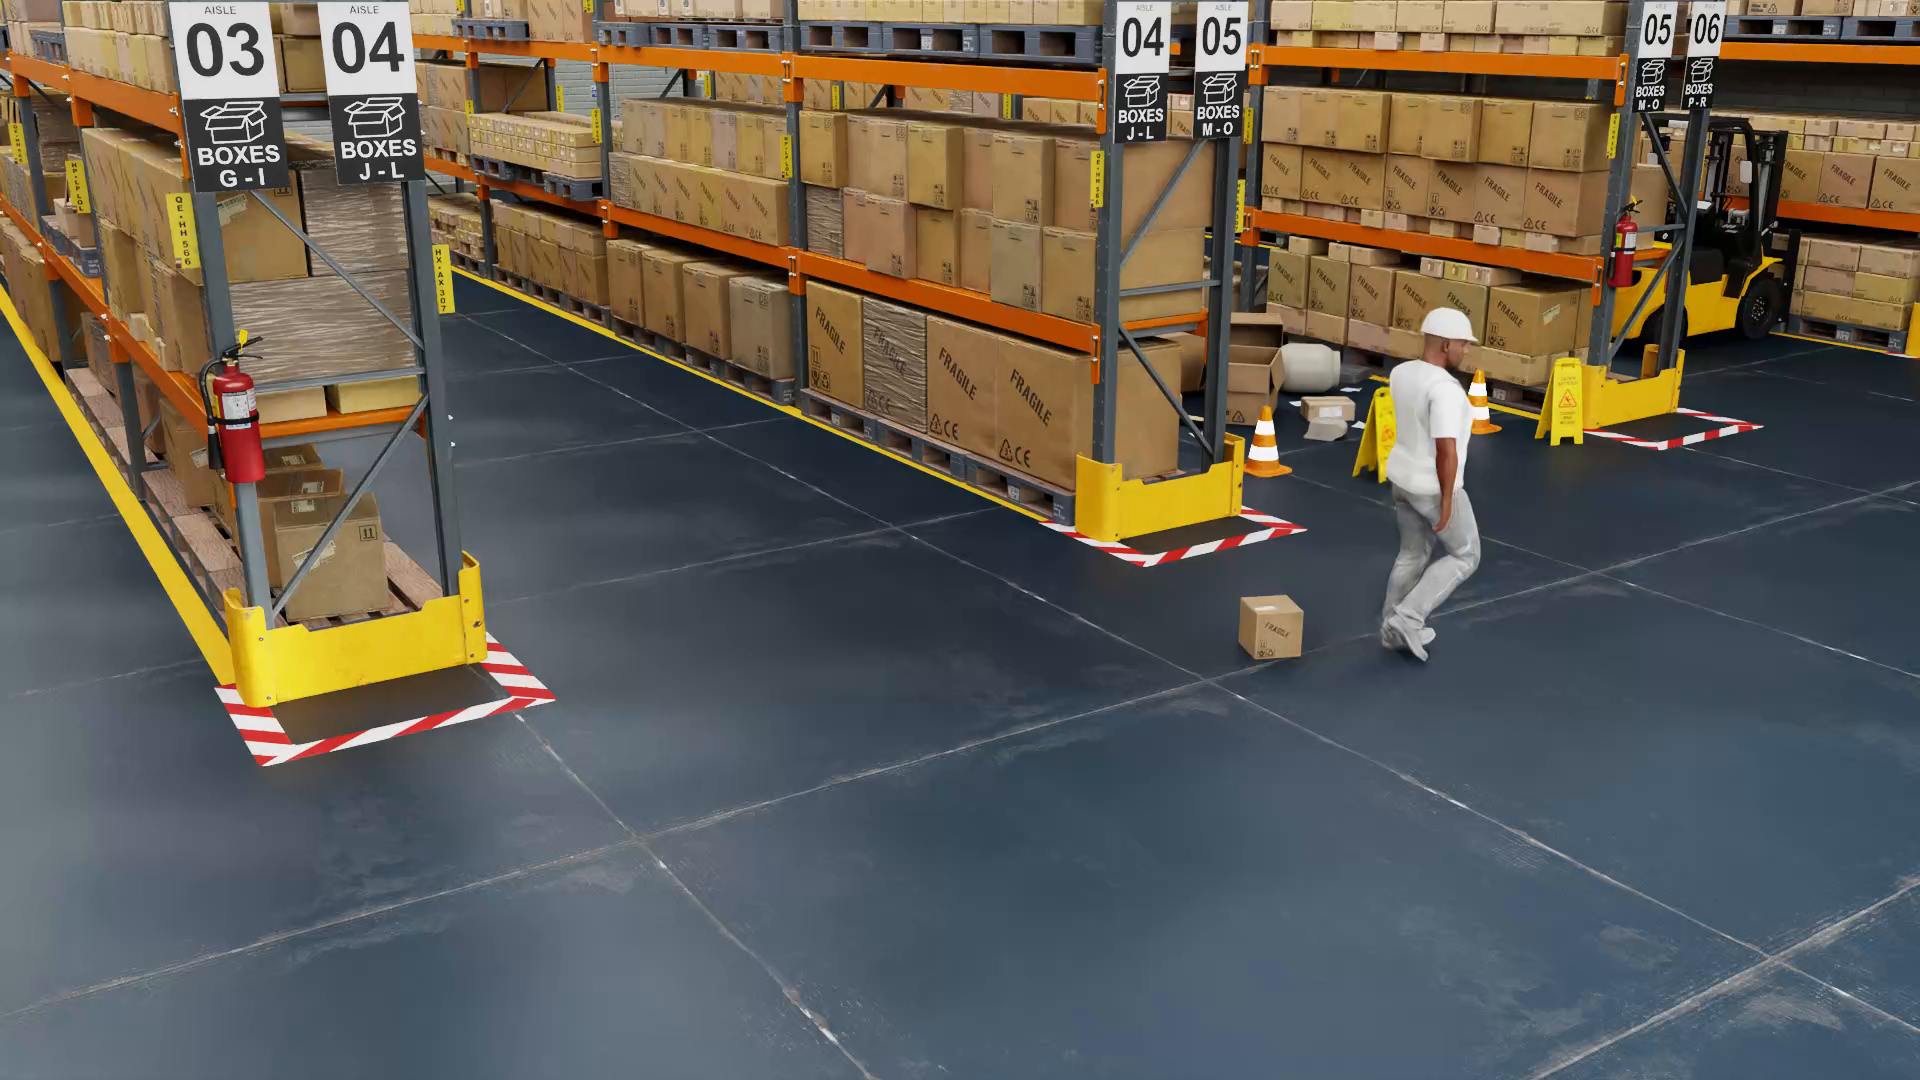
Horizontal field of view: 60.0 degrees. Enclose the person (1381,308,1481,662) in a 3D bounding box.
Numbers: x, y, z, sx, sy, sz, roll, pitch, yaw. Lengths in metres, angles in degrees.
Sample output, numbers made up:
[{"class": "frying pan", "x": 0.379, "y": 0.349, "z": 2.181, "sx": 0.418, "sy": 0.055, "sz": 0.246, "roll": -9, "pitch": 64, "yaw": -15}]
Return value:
[{"class": "person", "x": 2.351, "y": -0.266, "z": 8.279, "sx": 0.451, "sy": 1.787, "sz": 0.587, "roll": -5, "pitch": 19, "yaw": -15}]
